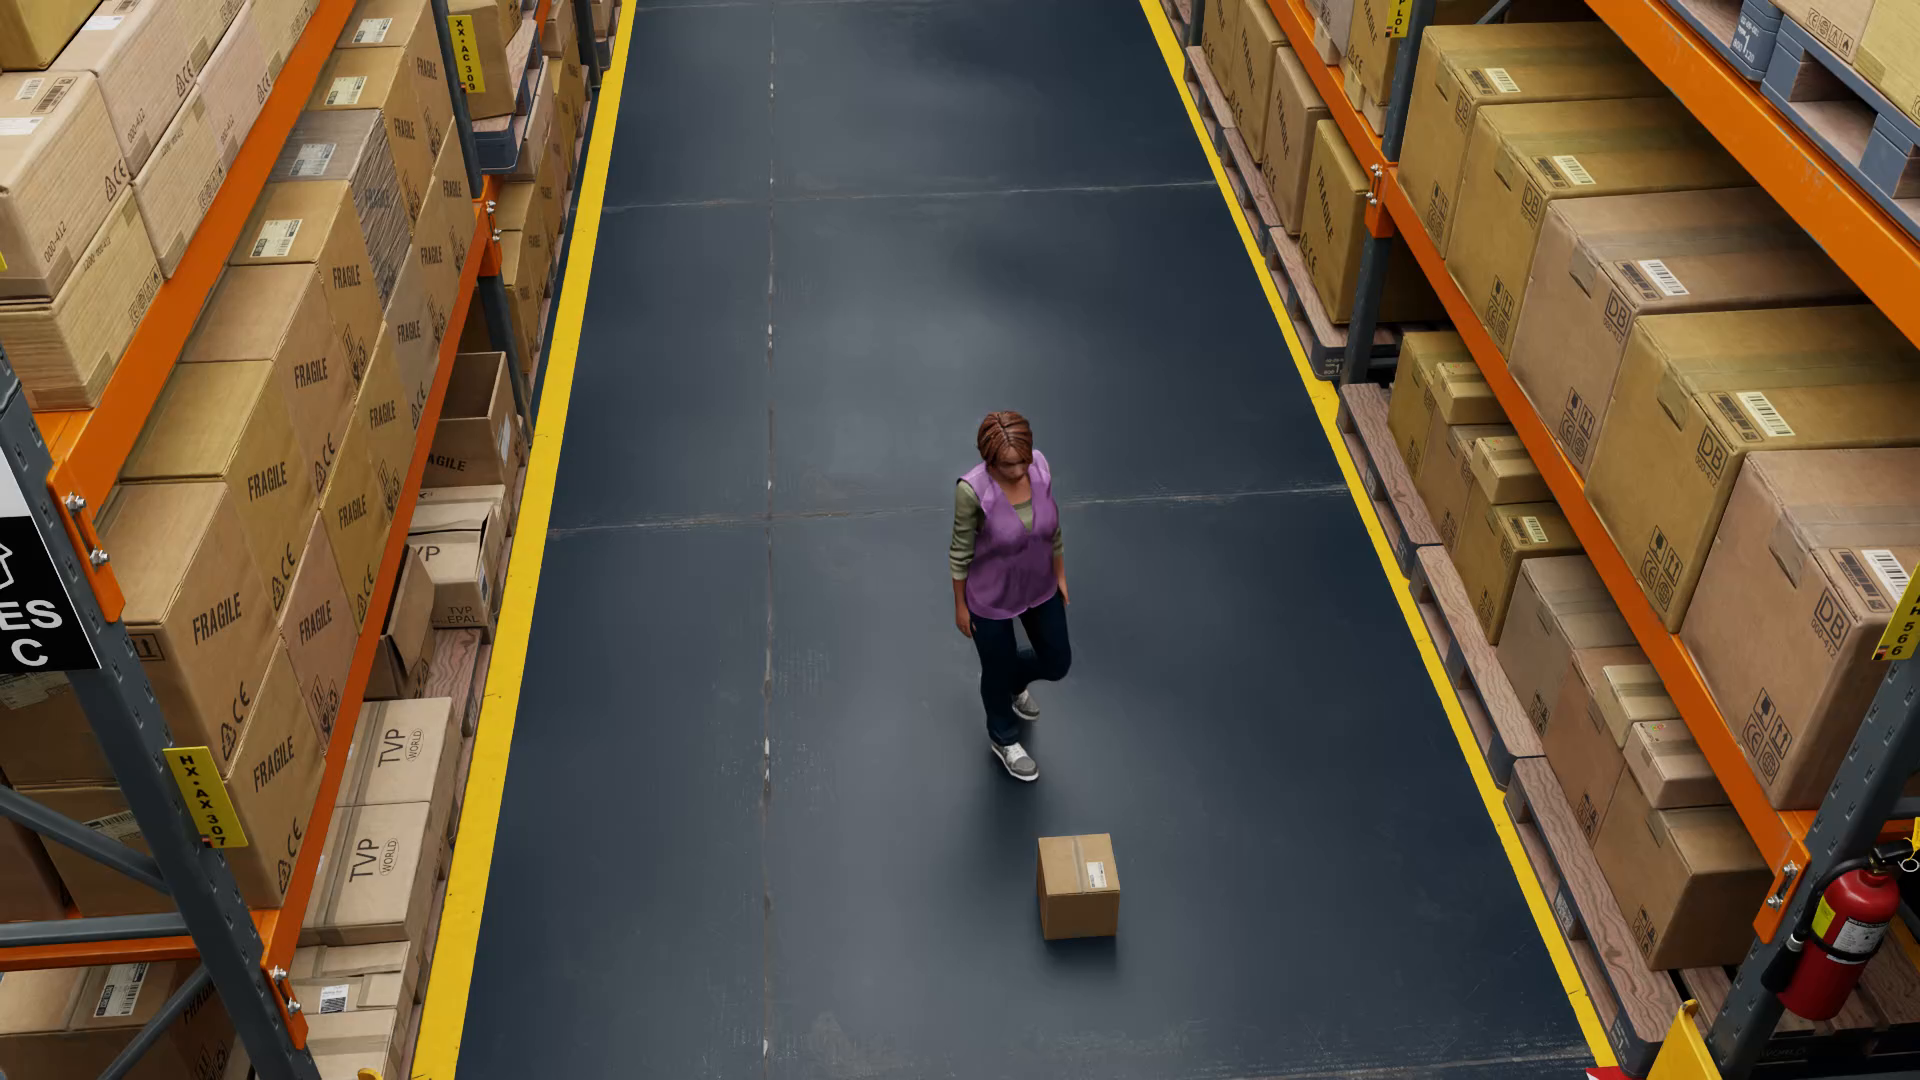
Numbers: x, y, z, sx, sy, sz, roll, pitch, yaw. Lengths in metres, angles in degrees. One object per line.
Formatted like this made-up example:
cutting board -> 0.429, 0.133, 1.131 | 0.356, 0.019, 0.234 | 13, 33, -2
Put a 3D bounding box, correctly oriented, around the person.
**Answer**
person -> 0.171, 0.189, 5.920 | 0.432, 1.588, 0.441 | -22, 44, -24
